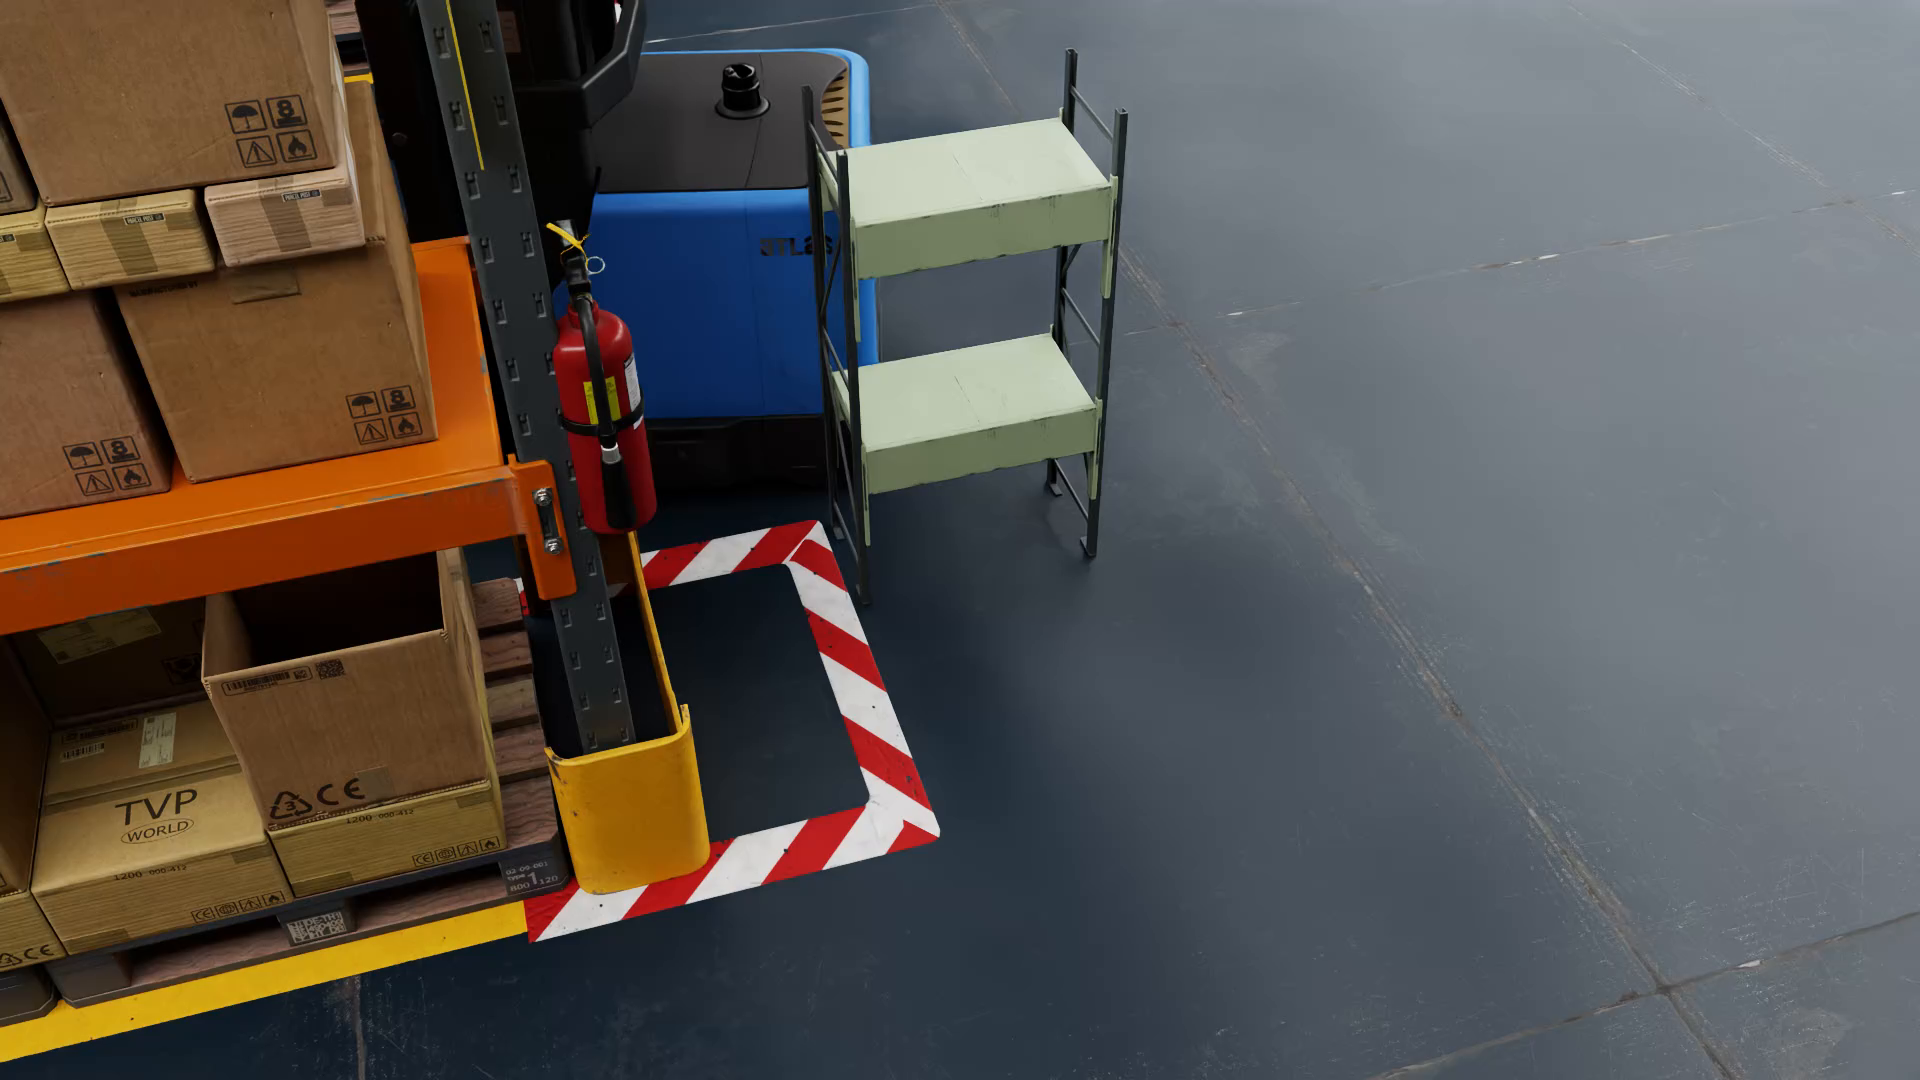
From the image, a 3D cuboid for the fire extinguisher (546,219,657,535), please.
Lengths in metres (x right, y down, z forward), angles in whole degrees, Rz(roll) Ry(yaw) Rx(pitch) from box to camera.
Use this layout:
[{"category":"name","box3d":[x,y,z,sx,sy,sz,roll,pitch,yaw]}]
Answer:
[{"category":"fire extinguisher","box3d":[-0.742,-0.316,3.391,0.183,0.674,0.296,-12,42,-13]}]

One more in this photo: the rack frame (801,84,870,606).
[{"category":"rack frame","box3d":[-0.343,-0.494,4.675,0.023,1.500,0.400,-12,42,-13]}]

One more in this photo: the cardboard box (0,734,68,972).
[{"category":"cardboard box","box3d":[-2.367,0.762,3.869,0.500,0.250,0.500,-12,42,-13]}]

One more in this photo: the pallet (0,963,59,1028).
[{"category":"pallet","box3d":[-2.873,0.853,4.113,1.213,0.211,1.003,-12,42,-13]}]

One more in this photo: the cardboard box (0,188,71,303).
[{"category":"cardboard box","box3d":[-1.794,-0.597,3.085,0.250,0.149,0.380,-12,43,-14]}]

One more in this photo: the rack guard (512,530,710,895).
[{"category":"rack guard","box3d":[-0.971,0.323,4.500,0.348,0.500,1.175,-12,42,-13]}]

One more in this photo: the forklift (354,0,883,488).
[{"category":"forklift","box3d":[-1.780,-1.560,4.808,3.031,2.935,1.130,-2,41,-2]}]

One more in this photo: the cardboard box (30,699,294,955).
[{"category":"cardboard box","box3d":[-1.890,0.662,3.984,0.500,0.250,0.500,-12,42,-13]}]

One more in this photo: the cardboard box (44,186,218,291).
[{"category":"cardboard box","box3d":[-1.551,-0.648,3.143,0.250,0.149,0.380,-11,42,-12]}]

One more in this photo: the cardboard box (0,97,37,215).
[{"category":"cardboard box","box3d":[-1.994,-0.938,2.981,0.500,0.500,0.700,-13,43,-14]}]

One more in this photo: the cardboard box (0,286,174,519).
[{"category":"cardboard box","box3d":[-1.943,-0.460,3.421,0.500,0.500,0.700,-11,42,-12]}]

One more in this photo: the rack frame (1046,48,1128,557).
[{"category":"rack frame","box3d":[0.355,-0.638,4.841,0.023,1.500,0.400,-12,42,-13]}]

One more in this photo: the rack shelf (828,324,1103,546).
[{"category":"rack shelf","box3d":[0.006,-0.321,4.973,0.720,0.370,0.431,-12,42,-13]}]

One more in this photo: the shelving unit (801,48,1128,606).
[{"category":"shelving unit","box3d":[0.006,-0.566,4.758,0.755,1.500,0.431,-12,42,-13]}]

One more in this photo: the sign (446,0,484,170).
[{"category":"sign","box3d":[-0.844,-0.795,2.821,0.005,0.325,0.100,-12,42,-13]}]

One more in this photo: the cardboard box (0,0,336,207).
[{"category":"cardboard box","box3d":[-1.494,-1.045,3.104,0.500,0.500,0.700,-12,42,-13]}]

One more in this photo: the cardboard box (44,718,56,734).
[{"category":"cardboard box","box3d":[-2.525,0.430,4.249,0.500,0.250,0.500,-12,42,-13]}]

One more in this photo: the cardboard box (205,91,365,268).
[{"category":"cardboard box","box3d":[-1.301,-0.700,3.203,0.250,0.149,0.380,-12,43,-14]}]

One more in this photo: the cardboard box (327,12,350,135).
[{"category":"cardboard box","box3d":[-1.433,-0.953,3.492,0.250,0.149,0.380,-12,43,-13]}]

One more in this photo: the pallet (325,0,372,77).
[{"category":"pallet","box3d":[-3.313,-2.471,7.918,1.213,0.211,1.003,-12,42,-13]}]

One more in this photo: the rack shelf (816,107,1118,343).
[{"category":"rack shelf","box3d":[0.006,-0.860,4.501,0.720,0.370,0.431,-12,42,-13]}]

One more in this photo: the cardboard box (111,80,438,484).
[{"category":"cardboard box","box3d":[-1.443,-0.567,3.543,0.500,0.500,0.700,-12,42,-13]}]

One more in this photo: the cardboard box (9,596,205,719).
[{"category":"cardboard box","box3d":[-2.049,0.048,4.116,0.500,0.500,0.500,-12,42,-13]}]

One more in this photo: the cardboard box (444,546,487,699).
[{"category":"cardboard box","box3d":[-1.573,0.230,4.477,0.500,0.250,0.500,-12,42,-13]}]

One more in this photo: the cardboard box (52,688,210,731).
[{"category":"cardboard box","box3d":[-2.048,0.331,4.362,0.500,0.250,0.500,-12,42,-13]}]

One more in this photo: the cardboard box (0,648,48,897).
[{"category":"cardboard box","box3d":[-2.366,0.481,3.620,0.500,0.500,0.500,-12,42,-13]}]

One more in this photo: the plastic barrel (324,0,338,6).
[{"category":"plastic barrel","box3d":[-3.083,-2.766,7.708,0.421,0.512,0.421,0,41,0]}]

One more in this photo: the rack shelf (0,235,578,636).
[{"category":"rack shelf","box3d":[-2.902,0.053,3.457,4.000,0.370,1.077,-12,42,-13]}]

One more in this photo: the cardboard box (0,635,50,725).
[{"category":"cardboard box","box3d":[-2.522,0.155,3.994,0.500,0.500,0.500,-12,42,-13]}]

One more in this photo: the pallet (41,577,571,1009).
[{"category":"pallet","box3d":[-1.711,0.614,4.387,1.213,0.211,1.003,-12,42,-13]}]

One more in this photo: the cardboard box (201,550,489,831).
[{"category":"cardboard box","box3d":[-1.416,0.274,3.857,0.500,0.500,0.500,-12,42,-13]}]

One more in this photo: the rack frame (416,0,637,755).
[{"category":"rack frame","box3d":[-0.994,-0.613,3.672,0.127,3.000,1.000,-12,42,-13]}]

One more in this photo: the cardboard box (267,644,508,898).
[{"category":"cardboard box","box3d":[-1.417,0.555,4.105,0.500,0.250,0.500,-12,42,-13]}]
